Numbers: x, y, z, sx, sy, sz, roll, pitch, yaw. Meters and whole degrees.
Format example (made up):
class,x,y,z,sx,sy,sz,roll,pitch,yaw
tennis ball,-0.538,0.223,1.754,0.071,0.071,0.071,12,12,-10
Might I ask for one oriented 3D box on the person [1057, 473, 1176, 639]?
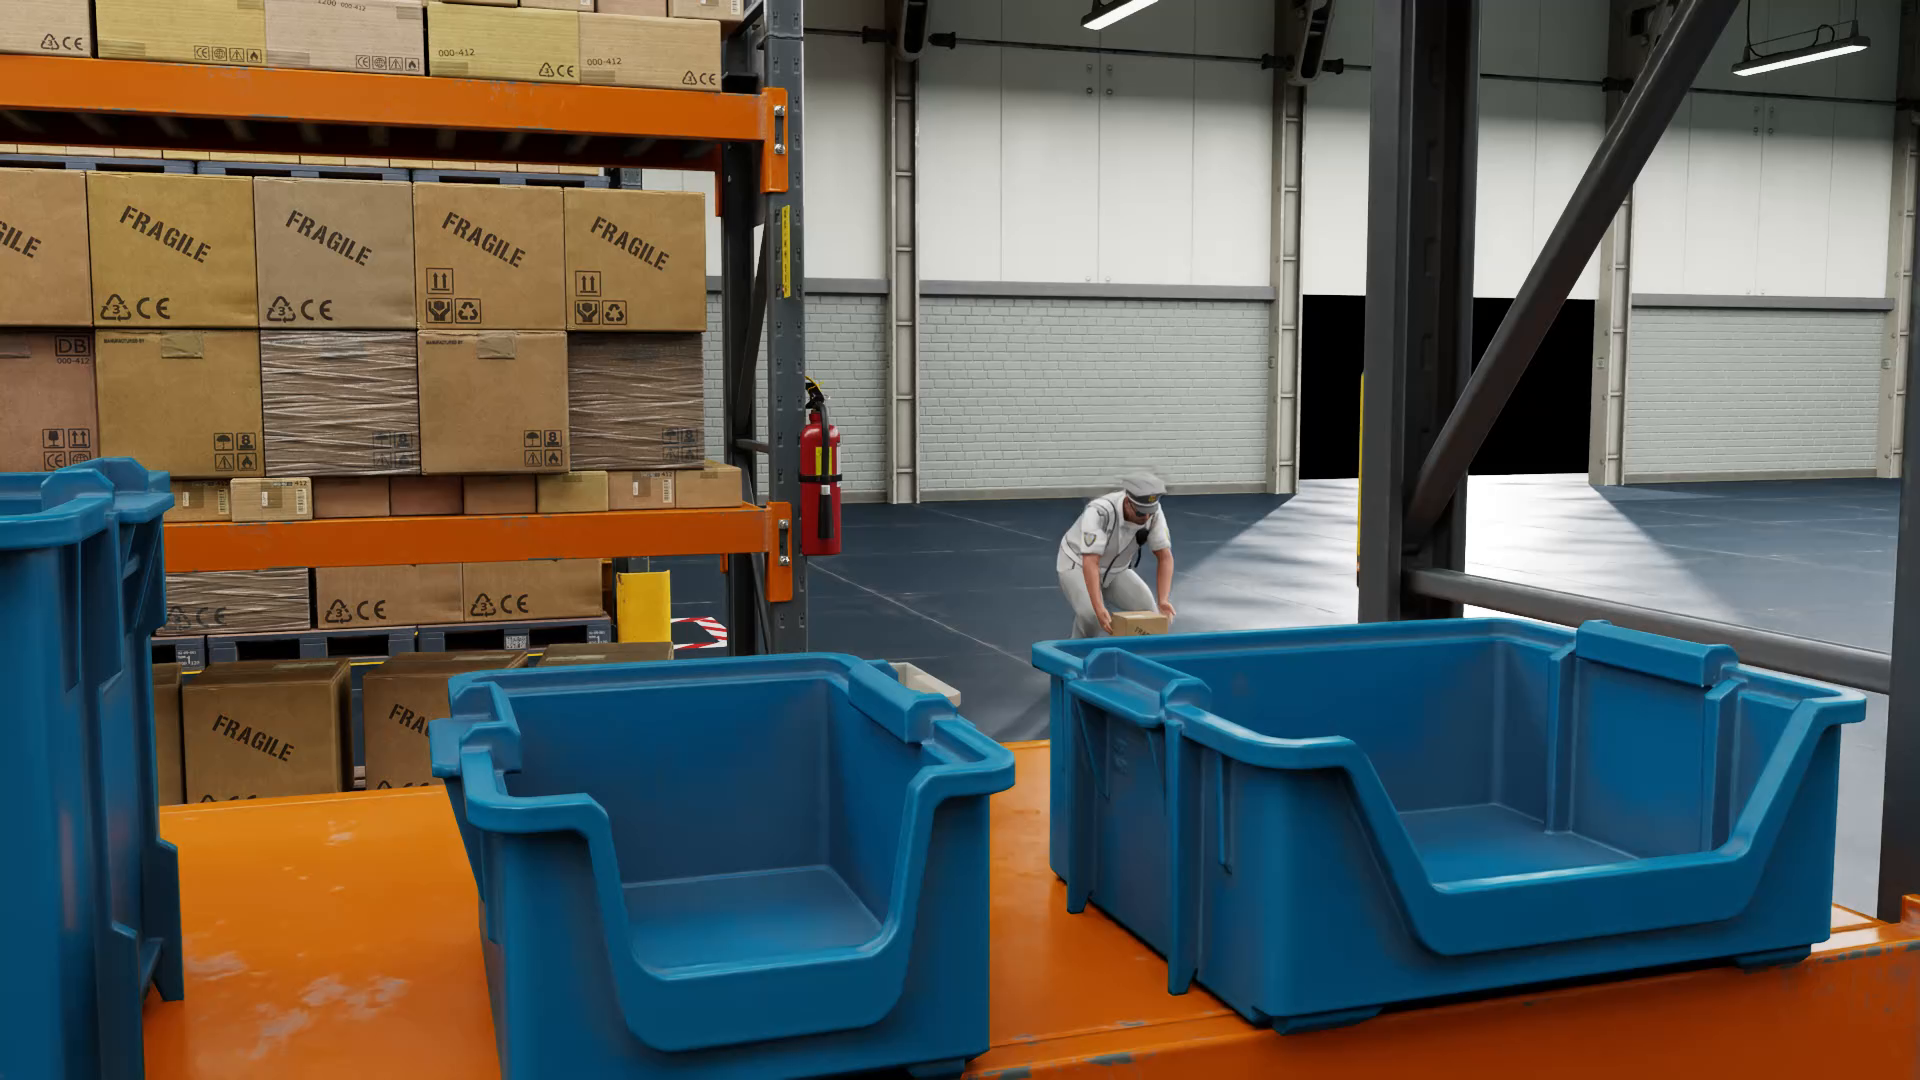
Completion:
class,x,y,z,sx,sy,sz,roll,pitch,yaw
person,0.919,0.216,9.728,0.581,1.242,0.882,-2,6,-19
